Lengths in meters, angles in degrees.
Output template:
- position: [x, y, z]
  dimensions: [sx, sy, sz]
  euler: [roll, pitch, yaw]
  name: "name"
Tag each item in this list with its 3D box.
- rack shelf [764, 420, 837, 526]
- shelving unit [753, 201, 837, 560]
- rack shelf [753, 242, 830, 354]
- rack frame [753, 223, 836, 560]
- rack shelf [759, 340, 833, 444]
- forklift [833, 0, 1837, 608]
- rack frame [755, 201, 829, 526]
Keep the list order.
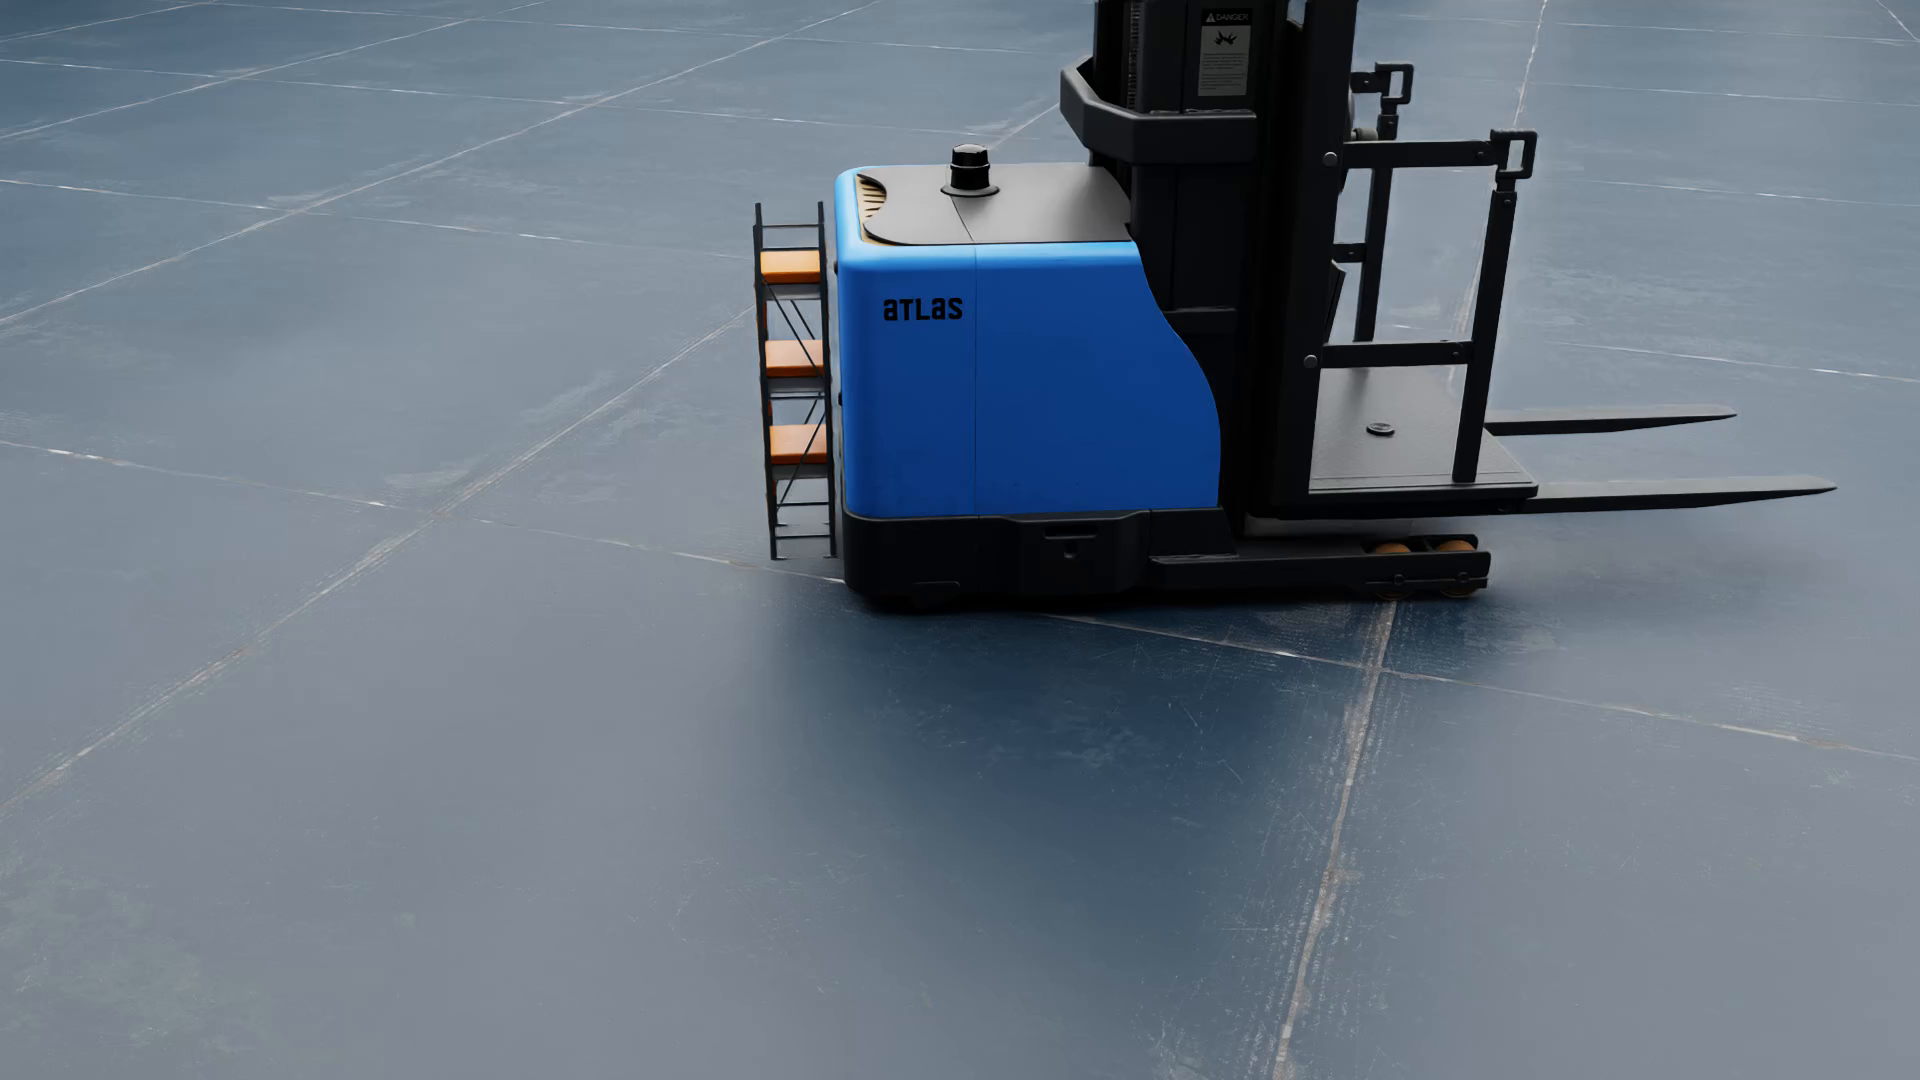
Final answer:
- position: [-0.492, -0.209, 5.138]
  dimensions: [0.215, 0.259, 0.240]
  euler: [-2, 26, -4]
  name: "rack shelf"
- position: [-0.492, -0.468, 5.013]
  dimensions: [0.215, 1.050, 0.252]
  euler: [-2, 26, -4]
  name: "shelving unit"
- position: [-0.492, -0.714, 4.894]
  dimensions: [0.215, 0.259, 0.240]
  euler: [-2, 26, -4]
  name: "rack shelf"
- position: [-0.482, -0.415, 4.903]
  dimensions: [0.200, 1.050, 0.008]
  euler: [-2, 26, -4]
  name: "rack frame"
- position: [-0.492, -0.459, 5.017]
  dimensions: [0.215, 0.259, 0.240]
  euler: [-2, 26, -4]
  name: "rack shelf"
- position: [1.141, -1.370, 4.717]
  dimensions: [3.031, 2.935, 1.130]
  euler: [-2, 26, -4]
  name: "forklift"
- position: [-0.502, -0.521, 5.122]
  dimensions: [0.200, 1.050, 0.008]
  euler: [-2, 26, -4]
  name: "rack frame"
